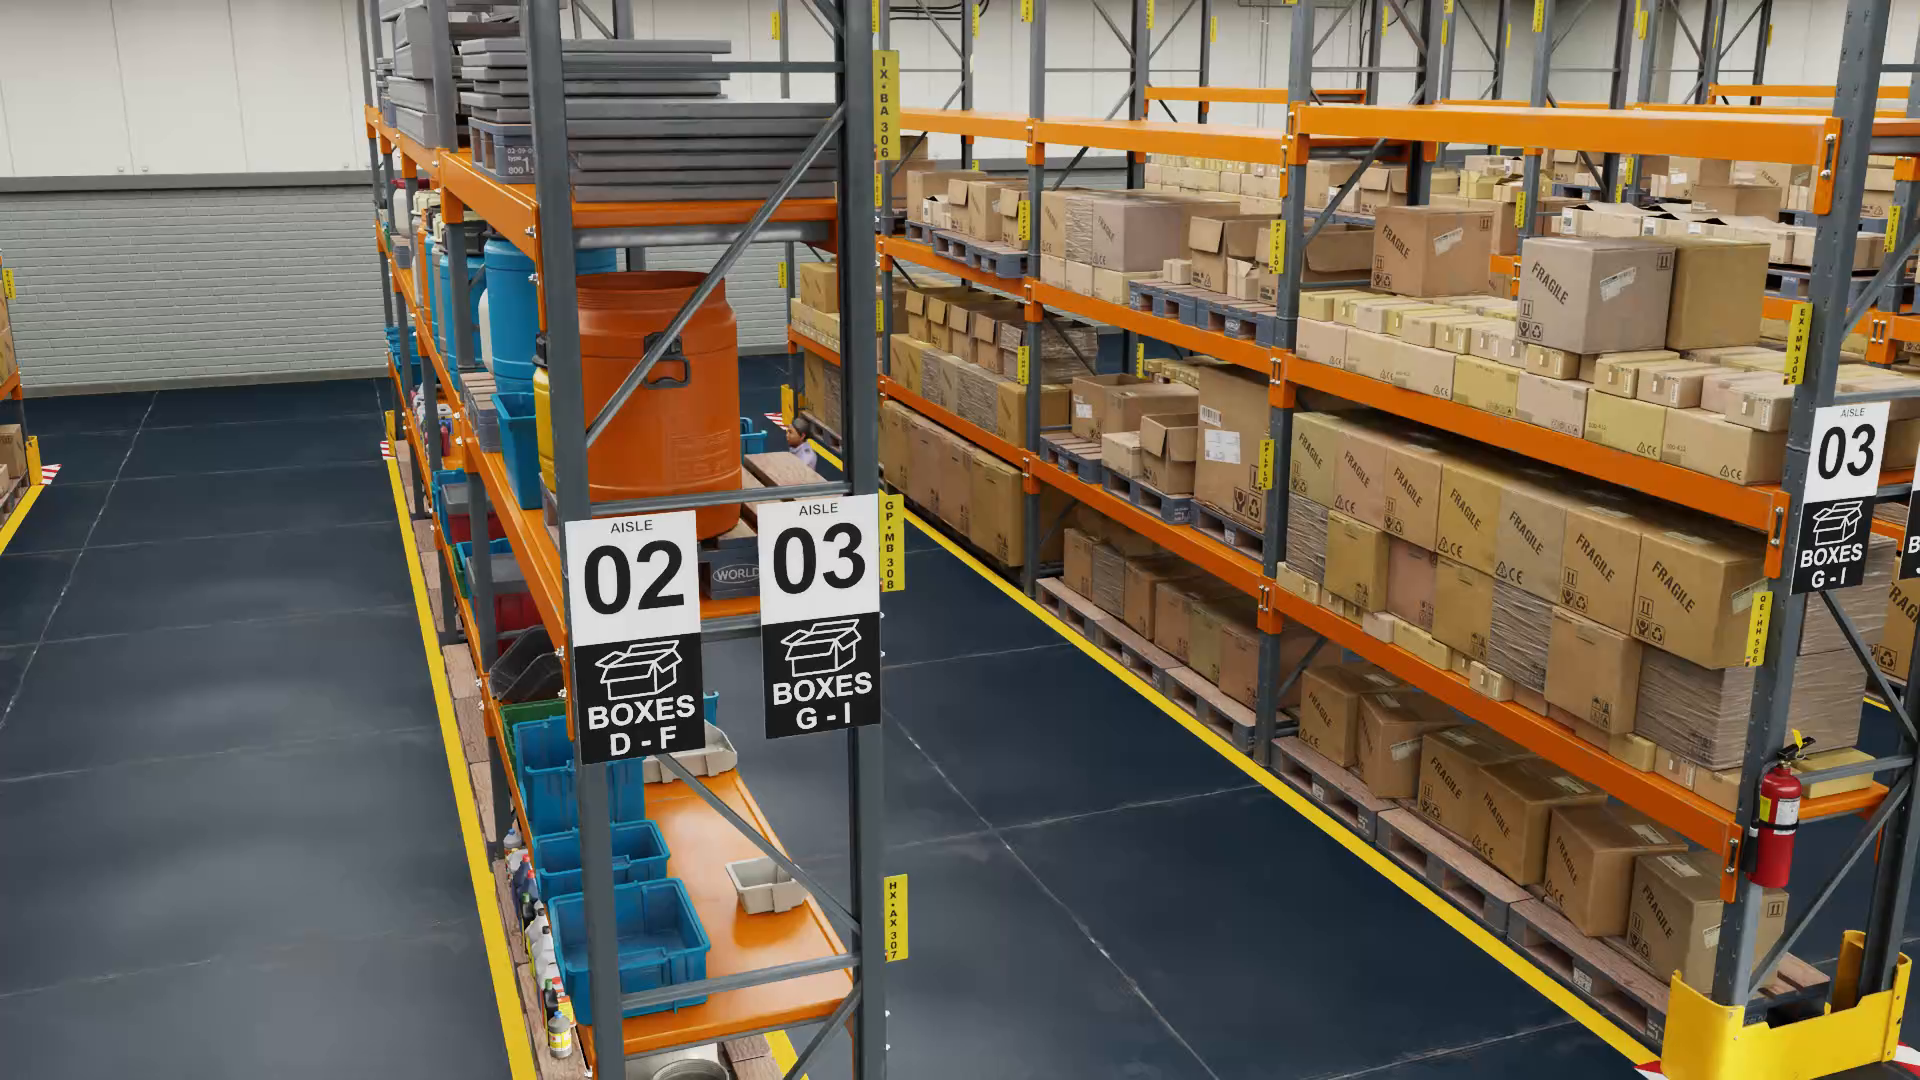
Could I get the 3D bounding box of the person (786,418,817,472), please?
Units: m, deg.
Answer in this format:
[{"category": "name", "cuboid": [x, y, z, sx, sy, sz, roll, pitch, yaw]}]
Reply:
[{"category": "person", "cuboid": [-1.441, -0.236, 14.375, 0.476, 1.654, 0.487, -6, 17, -21]}]
